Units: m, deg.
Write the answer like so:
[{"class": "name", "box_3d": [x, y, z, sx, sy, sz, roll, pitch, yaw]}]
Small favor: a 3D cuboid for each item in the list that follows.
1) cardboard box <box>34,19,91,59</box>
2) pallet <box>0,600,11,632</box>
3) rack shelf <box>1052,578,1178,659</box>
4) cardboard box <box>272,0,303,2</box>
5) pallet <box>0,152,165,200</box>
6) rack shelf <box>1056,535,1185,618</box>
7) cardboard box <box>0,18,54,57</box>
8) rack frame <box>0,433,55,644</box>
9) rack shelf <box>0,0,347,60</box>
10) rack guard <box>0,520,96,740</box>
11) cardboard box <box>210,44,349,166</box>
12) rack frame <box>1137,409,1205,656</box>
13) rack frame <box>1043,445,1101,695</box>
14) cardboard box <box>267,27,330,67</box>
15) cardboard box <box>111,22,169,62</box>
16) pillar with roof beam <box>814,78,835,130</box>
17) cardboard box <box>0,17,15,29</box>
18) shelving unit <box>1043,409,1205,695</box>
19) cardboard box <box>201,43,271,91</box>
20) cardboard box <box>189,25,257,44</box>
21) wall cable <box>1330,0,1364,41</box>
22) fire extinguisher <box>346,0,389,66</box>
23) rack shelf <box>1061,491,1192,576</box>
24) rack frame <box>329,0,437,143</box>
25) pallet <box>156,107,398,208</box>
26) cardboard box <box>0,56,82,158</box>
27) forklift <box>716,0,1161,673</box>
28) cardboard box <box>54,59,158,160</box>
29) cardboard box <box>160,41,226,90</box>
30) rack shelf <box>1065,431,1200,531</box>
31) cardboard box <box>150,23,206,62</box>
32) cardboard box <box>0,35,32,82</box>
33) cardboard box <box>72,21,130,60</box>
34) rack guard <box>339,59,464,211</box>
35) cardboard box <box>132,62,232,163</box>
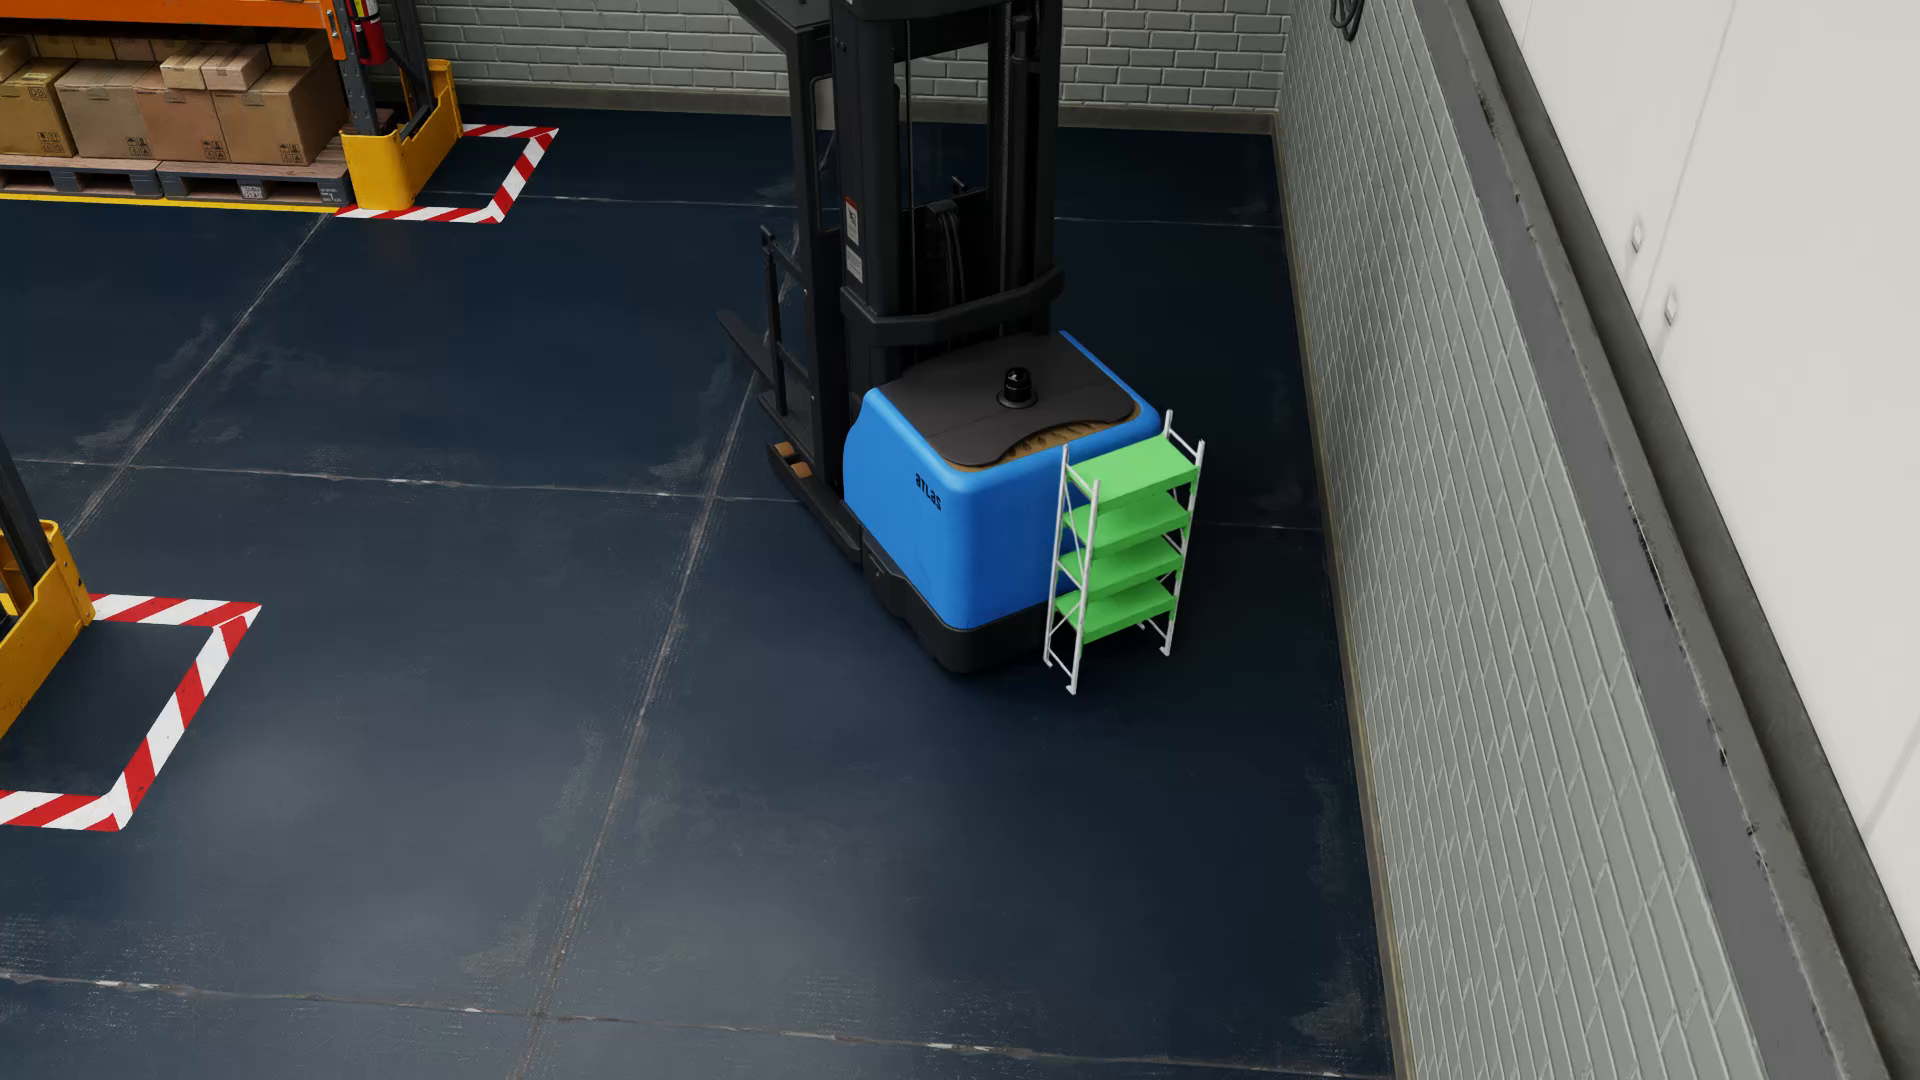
[{"class": "cardboard box", "box_3d": [-5.698, -3.231, 10.647, 0.250, 0.149, 0.380, 2, 39, 3]}, {"class": "pallet", "box_3d": [-4.912, 0.541, 7.089, 1.213, 0.211, 1.003, 3, 39, 4]}, {"class": "rack shelf", "box_3d": [0.650, 0.294, 7.076, 0.480, 0.148, 0.258, -20, 47, -23]}, {"class": "cardboard box", "box_3d": [-4.127, -3.747, 9.911, 0.700, 0.700, 0.980, 5, 39, 6]}, {"class": "pallet", "box_3d": [-5.633, -2.591, 10.936, 1.213, 0.211, 1.003, 3, 39, 4]}, {"class": "rack shelf", "box_3d": [0.658, 0.117, 6.914, 0.480, 0.148, 0.258, -20, 47, -23]}, {"class": "cardboard box", "box_3d": [-5.955, -3.244, 10.664, 0.250, 0.149, 0.380, 4, 39, 4]}, {"class": "rack frame", "box_3d": [-4.042, -0.494, 6.151, 0.127, 3.000, 1.000, 3, 39, 4]}, {"class": "rack shelf", "box_3d": [-5.611, -3.440, 10.340, 4.000, 0.370, 1.077, 3, 39, 4]}, {"class": "rack guard", "box_3d": [-4.117, 0.471, 6.945, 0.348, 0.500, 1.175, 3, 39, 4]}, {"class": "cardboard box", "box_3d": [-4.324, -2.778, 10.605, 0.500, 0.500, 0.700, 3, 39, 4]}, {"class": "rack frame", "box_3d": [0.872, -0.007, 6.965, 0.015, 1.200, 0.240, -20, 47, -23]}, {"class": "rack frame", "box_3d": [0.448, 0.147, 6.777, 0.015, 1.200, 0.240, -20, 47, -23]}, {"class": "cardboard box", "box_3d": [-4.182, -3.149, 10.546, 0.250, 0.149, 0.380, 3, 39, 4]}, {"class": "cardboard box", "box_3d": [-5.190, -3.203, 10.613, 0.250, 0.149, 0.380, 4, 39, 4]}, {"class": "pillar with roof beam", "box_3d": [-1.225, -3.626, 5.247, 0.400, 9.000, 9.100, 3, 39, 4]}, {"class": "cardboard box", "box_3d": [-6.206, -3.259, 10.681, 0.250, 0.149, 0.380, 2, 39, 2]}, {"class": "shelving unit", "box_3d": [0.660, 0.070, 6.871, 0.503, 1.200, 0.258, -20, 47, -23]}, {"class": "cardboard box", "box_3d": [-4.468, -2.922, 10.268, 0.250, 0.149, 0.380, 3, 39, 3]}, {"class": "cardboard box", "box_3d": [-4.687, -3.176, 10.580, 0.250, 0.149, 0.380, 3, 39, 4]}, {"class": "wall cable", "box_3d": [1.986, -4.199, 8.411, 0.112, 2.526, 3.097, 3, 39, 4]}, {"class": "fire extinguisher", "box_3d": [-3.508, -3.137, 9.754, 0.183, 0.674, 0.296, 3, 39, 4]}, {"class": "rack shelf", "box_3d": [0.666, -0.060, 6.752, 0.480, 0.148, 0.258, -20, 47, -23]}, {"class": "rack frame", "box_3d": [-3.618, -3.610, 9.979, 0.127, 3.000, 1.000, 3, 39, 4]}, {"class": "pallet", "box_3d": [-4.421, -2.522, 10.852, 1.213, 0.211, 1.003, 3, 39, 4]}, {"class": "cardboard box", "box_3d": [-5.855, -2.857, 10.702, 0.500, 0.500, 0.700, 4, 39, 5]}, {"class": "forklift", "box_3d": [-0.307, -1.483, 7.421, 1.130, 2.935, 3.031, -19, 43, -22]}, {"class": "cardboard box", "box_3d": [-5.324, -2.832, 10.672, 0.500, 0.500, 0.700, 2, 39, 2]}, {"class": "cardboard box", "box_3d": [-4.722, -2.936, 10.285, 0.250, 0.149, 0.380, 4, 39, 5]}, {"class": "rack shelf", "box_3d": [0.673, -0.237, 6.591, 0.480, 0.148, 0.258, -20, 47, -23]}, {"class": "cardboard box", "box_3d": [-4.936, -3.190, 10.597, 0.250, 0.149, 0.380, 3, 39, 4]}, {"class": "cardboard box", "box_3d": [-6.021, -3.006, 10.370, 0.250, 0.149, 0.380, 2, 39, 3]}, {"class": "cardboard box", "box_3d": [-5.445, -3.217, 10.630, 0.250, 0.149, 0.380, 4, 39, 4]}, {"class": "rack guard", "box_3d": [-3.594, -2.639, 10.766, 0.348, 0.500, 1.175, 3, 39, 4]}, {"class": "cardboard box", "box_3d": [-4.822, -2.805, 10.639, 0.500, 0.500, 0.700, 3, 39, 4]}]
